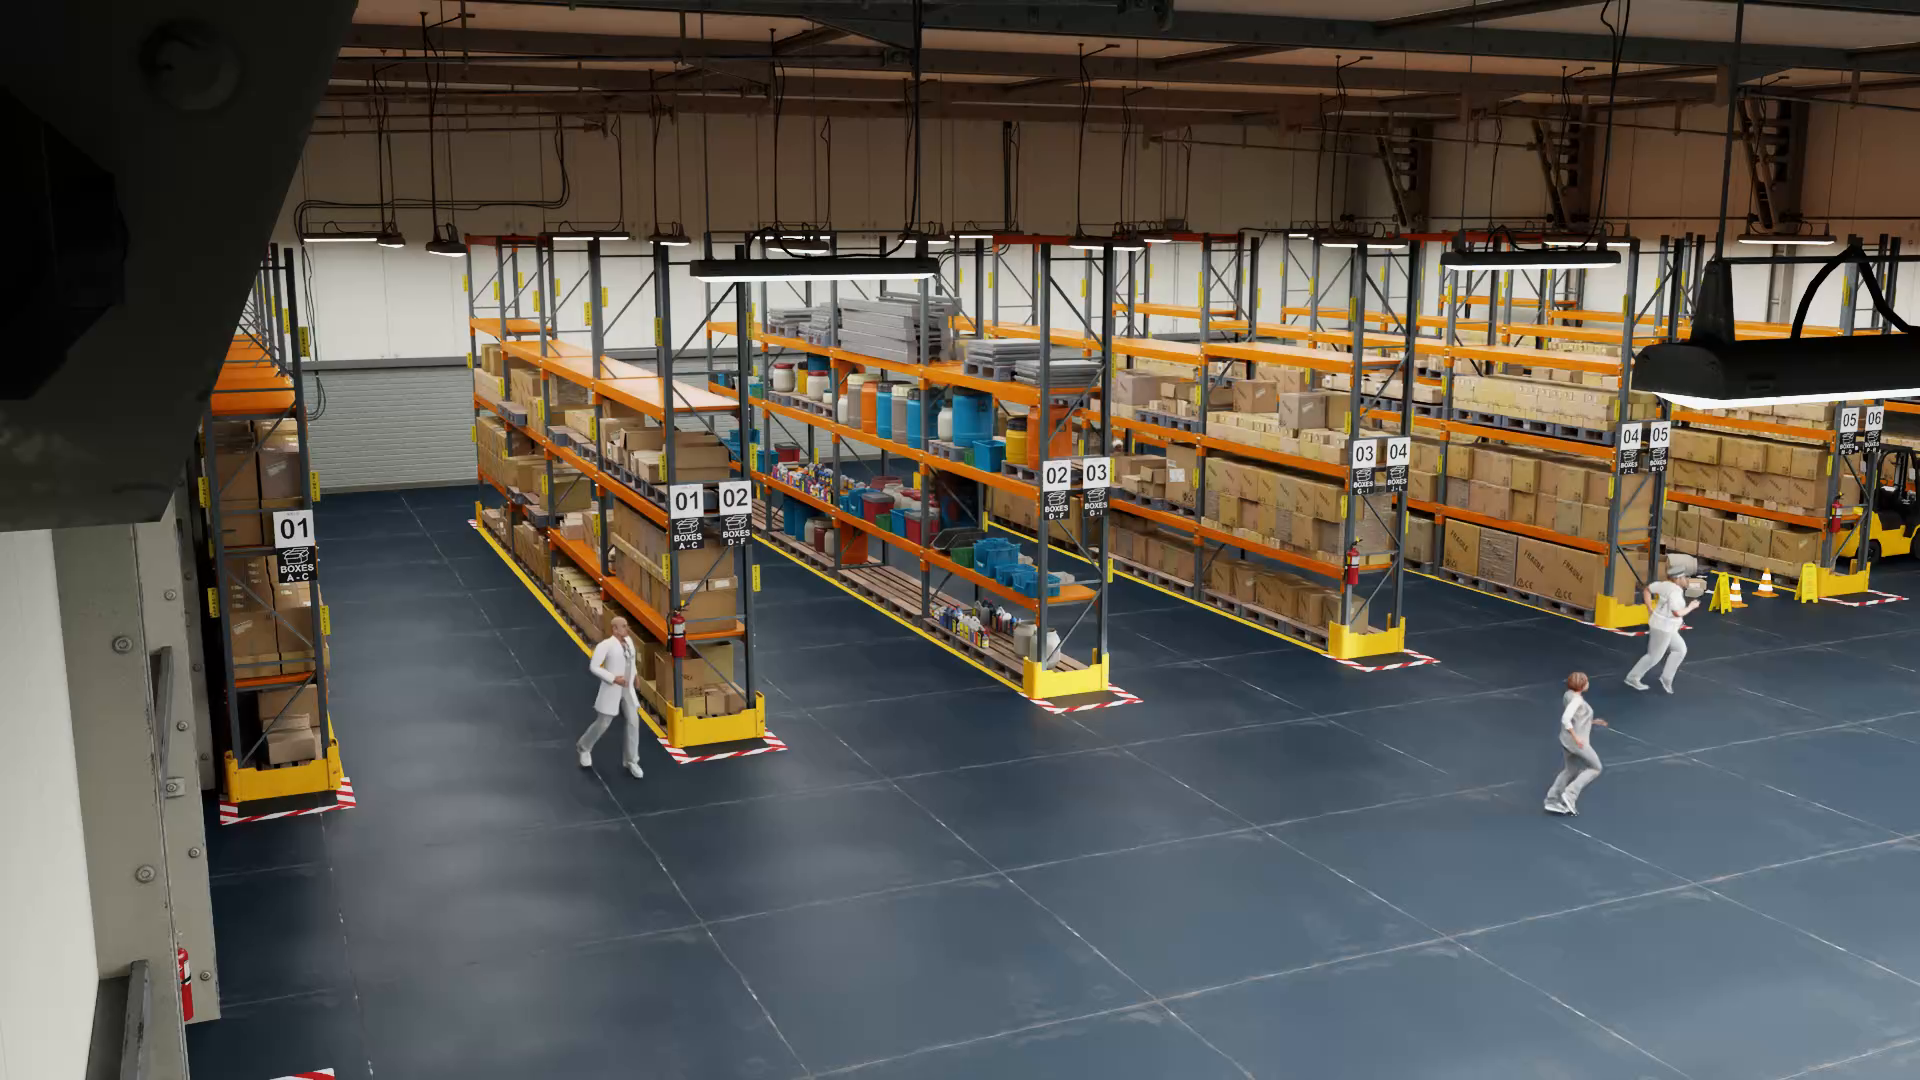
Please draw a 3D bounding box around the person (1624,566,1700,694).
[{"bbox_3d":[9.412,1.231,22.280,0.867,1.833,0.636,3,11,16],"label":"person"}]

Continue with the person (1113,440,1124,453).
[{"bbox_3d":[3.311,-1.234,34.945,0.655,1.759,0.744,-7,13,-32],"label":"person"}]

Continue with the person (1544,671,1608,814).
[{"bbox_3d":[6.598,2.173,17.736,0.620,1.566,0.479,0,11,0],"label":"person"}]

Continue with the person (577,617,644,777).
[{"bbox_3d":[-3.954,1.778,19.318,0.998,1.785,0.764,8,14,37],"label":"person"}]
